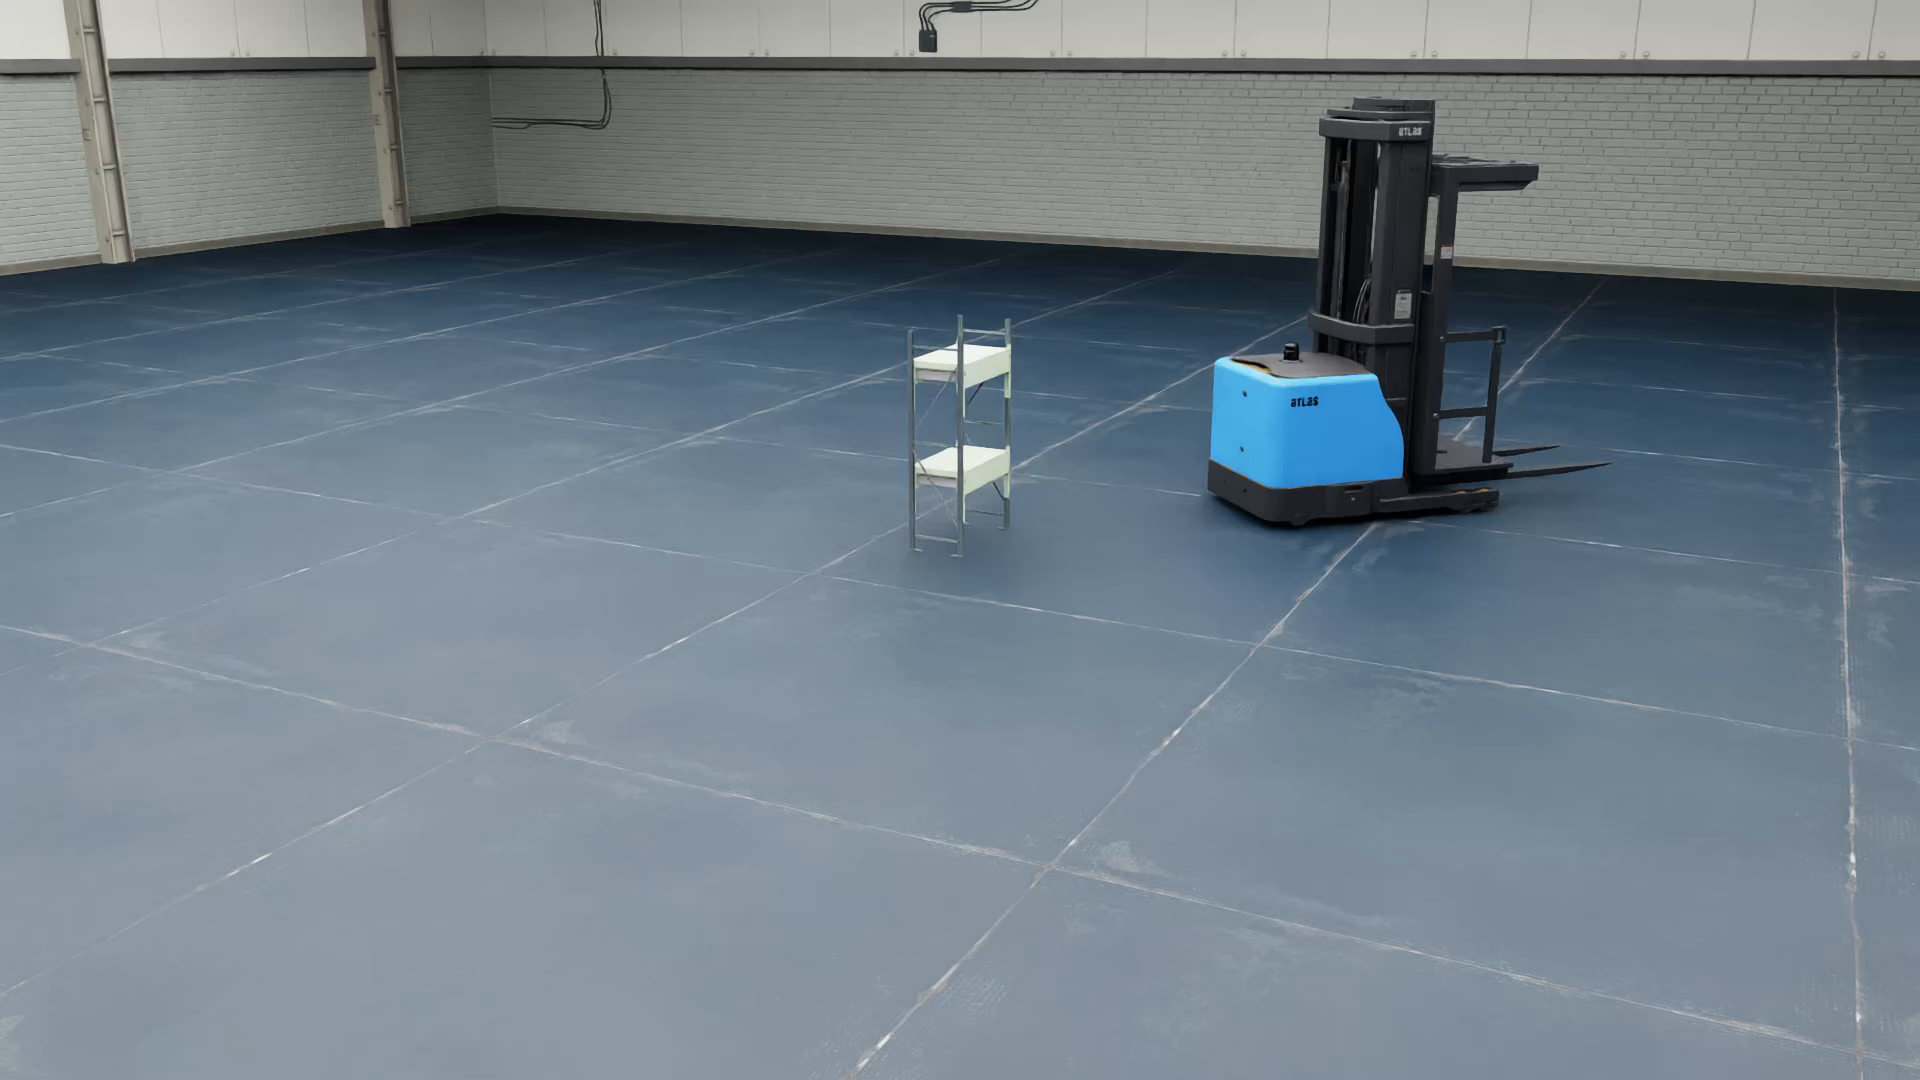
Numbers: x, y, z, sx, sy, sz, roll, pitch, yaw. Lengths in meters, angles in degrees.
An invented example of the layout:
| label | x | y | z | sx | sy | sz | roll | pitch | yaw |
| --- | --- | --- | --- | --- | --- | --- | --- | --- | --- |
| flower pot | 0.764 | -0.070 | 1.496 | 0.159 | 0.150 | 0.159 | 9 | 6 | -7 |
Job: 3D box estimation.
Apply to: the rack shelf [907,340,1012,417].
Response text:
| label | x | y | z | sx | sy | sz | roll | pitch | yaw |
| --- | --- | --- | --- | --- | --- | --- | --- | --- | --- |
| rack shelf | 0.003 | -1.095 | 11.205 | 0.431 | 0.370 | 0.720 | 8 | 18 | 25 |

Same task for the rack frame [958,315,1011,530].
| label | x | y | z | sx | sy | sz | roll | pitch | yaw |
| --- | --- | --- | --- | --- | --- | --- | --- | --- | --- |
| rack frame | 0.167 | -0.814 | 11.630 | 0.400 | 1.500 | 0.023 | 8 | 18 | 25 |

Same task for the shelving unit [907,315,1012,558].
| label | x | y | z | sx | sy | sz | roll | pitch | yaw |
| --- | --- | --- | --- | --- | --- | --- | --- | --- | --- |
| shelving unit | 0.003 | -0.721 | 11.317 | 0.431 | 1.500 | 0.755 | 8 | 18 | 25 |

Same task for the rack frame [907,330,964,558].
| label | x | y | z | sx | sy | sz | roll | pitch | yaw |
| --- | --- | --- | --- | --- | --- | --- | --- | --- | --- |
| rack frame | -0.161 | -0.627 | 11.003 | 0.400 | 1.500 | 0.023 | 8 | 18 | 25 |

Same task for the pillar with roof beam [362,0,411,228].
| label | x | y | z | sx | sy | sz | roll | pitch | yaw |
| --- | --- | --- | --- | --- | --- | --- | --- | --- | --- |
| pillar with roof beam | -6.804 | -9.698 | 28.372 | 9.100 | 9.000 | 0.400 | 8 | 18 | 25 |

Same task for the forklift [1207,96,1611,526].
| label | x | y | z | sx | sy | sz | roll | pitch | yaw |
| --- | --- | --- | --- | --- | --- | --- | --- | --- | --- |
| forklift | 3.442 | -1.734 | 12.214 | 3.031 | 2.935 | 1.130 | -5 | 17 | -18 |

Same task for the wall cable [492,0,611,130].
| label | x | y | z | sx | sy | sz | roll | pitch | yaw |
| --- | --- | --- | --- | --- | --- | --- | --- | --- | --- |
| wall cable | -8.156 | -9.340 | 32.618 | 3.097 | 2.526 | 0.112 | 8 | 18 | 25 |

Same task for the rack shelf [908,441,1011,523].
| label | x | y | z | sx | sy | sz | roll | pitch | yaw |
| --- | --- | --- | --- | --- | --- | --- | --- | --- | --- |
| rack shelf | 0.003 | -0.408 | 11.409 | 0.431 | 0.370 | 0.720 | 8 | 18 | 25 |

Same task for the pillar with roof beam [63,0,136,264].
| label | x | y | z | sx | sy | sz | roll | pitch | yaw |
| --- | --- | --- | --- | --- | --- | --- | --- | --- | --- |
| pillar with roof beam | -9.485 | -8.170 | 23.226 | 9.100 | 9.000 | 0.400 | 8 | 18 | 25 |

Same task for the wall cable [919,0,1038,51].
| label | x | y | z | sx | sy | sz | roll | pitch | yaw |
| --- | --- | --- | --- | --- | --- | --- | --- | --- | --- |
| wall cable | 0.330 | -11.247 | 27.612 | 2.305 | 6.003 | 0.169 | 8 | 18 | 25 |
